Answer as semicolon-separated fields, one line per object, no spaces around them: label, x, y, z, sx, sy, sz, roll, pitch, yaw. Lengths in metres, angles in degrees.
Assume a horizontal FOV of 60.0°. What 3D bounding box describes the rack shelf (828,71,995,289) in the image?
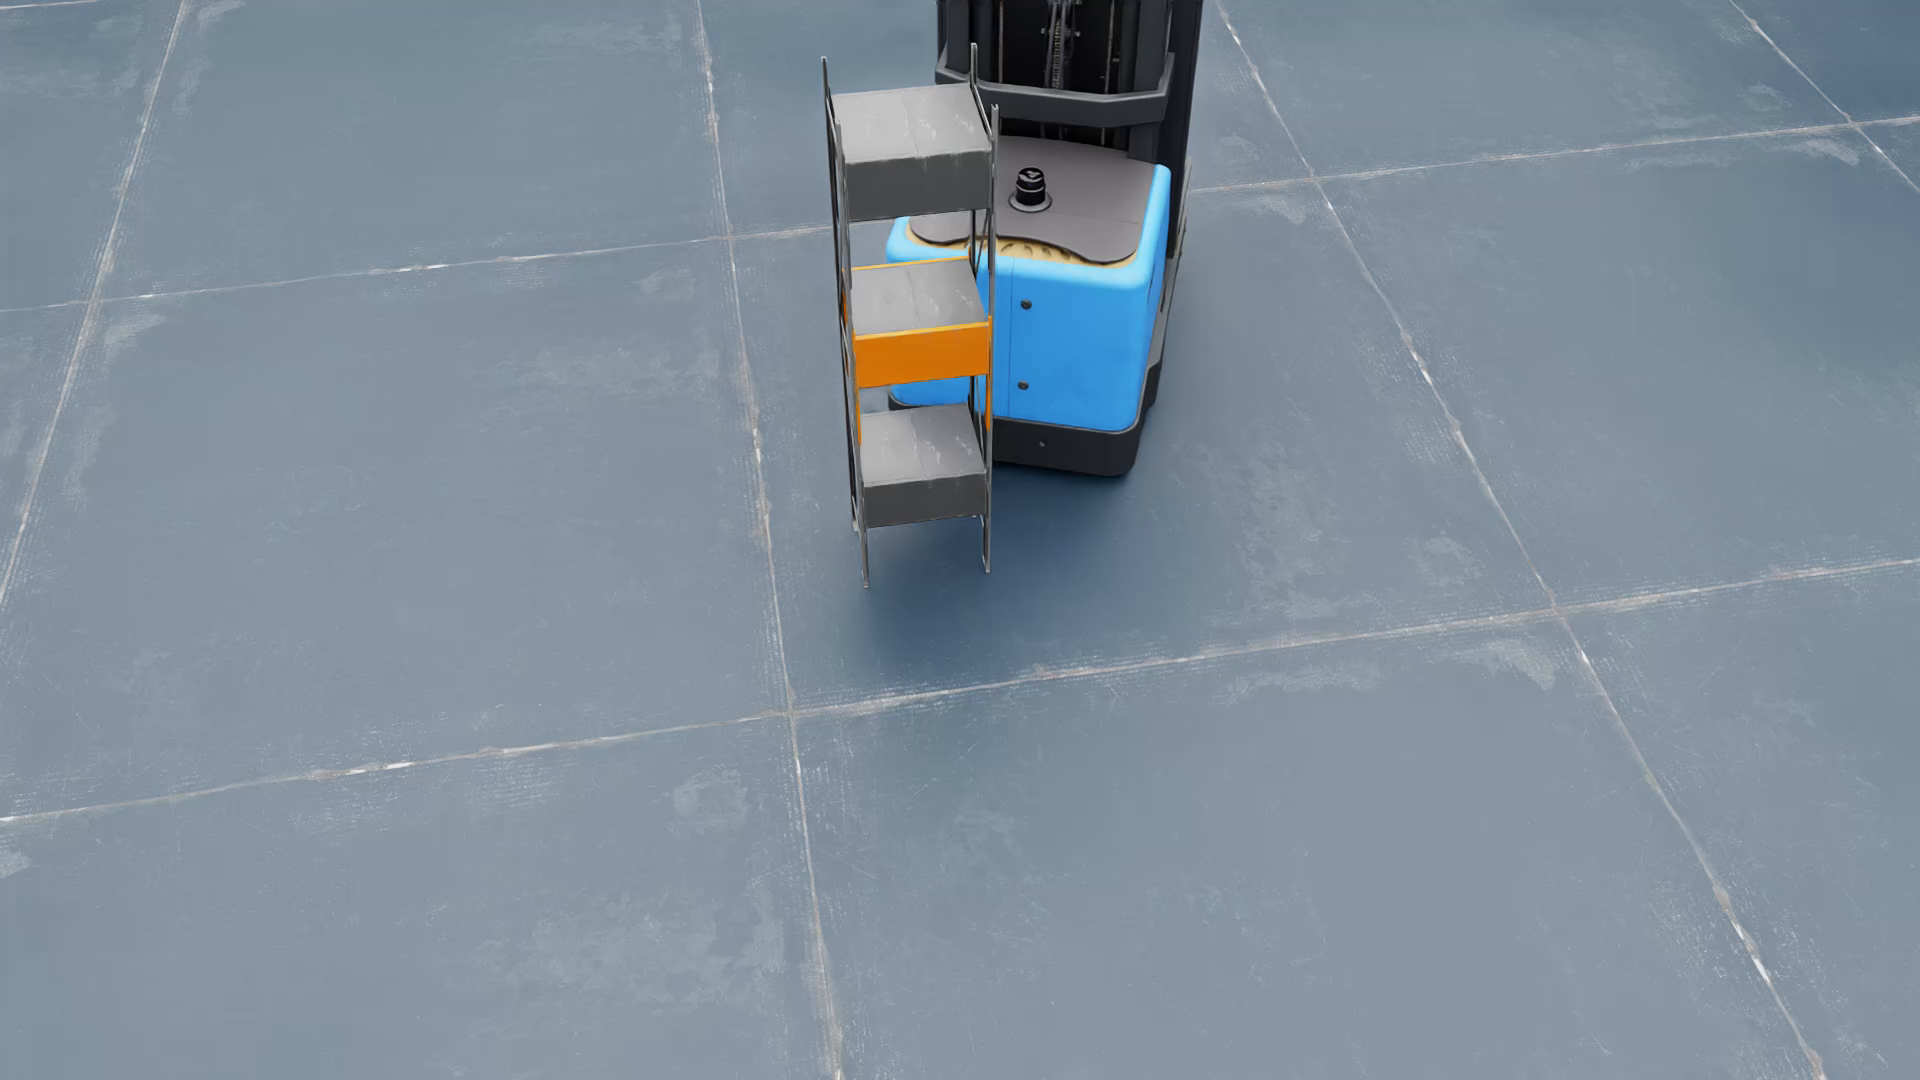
rack shelf;-0.163;-1.184;5.480;0.480;0.518;0.431;-7;46;-7

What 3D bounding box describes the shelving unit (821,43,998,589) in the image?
shelving unit;-0.163;-0.708;5.974;0.503;2.100;0.431;-7;46;-7

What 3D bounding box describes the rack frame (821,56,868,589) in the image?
rack frame;-0.404;-0.678;5.945;0.015;2.100;0.400;-7;46;-7

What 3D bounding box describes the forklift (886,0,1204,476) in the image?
forklift;0.497;-2.361;6.990;1.130;2.935;3.031;8;47;8

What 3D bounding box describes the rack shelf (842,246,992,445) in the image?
rack shelf;-0.163;-0.699;5.984;0.480;0.518;0.431;-7;46;-7

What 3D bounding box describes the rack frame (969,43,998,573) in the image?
rack frame;0.077;-0.738;6.003;0.015;2.100;0.400;-7;46;-7

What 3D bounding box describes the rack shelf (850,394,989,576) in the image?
rack shelf;-0.163;-0.213;6.488;0.480;0.518;0.431;-7;46;-7
